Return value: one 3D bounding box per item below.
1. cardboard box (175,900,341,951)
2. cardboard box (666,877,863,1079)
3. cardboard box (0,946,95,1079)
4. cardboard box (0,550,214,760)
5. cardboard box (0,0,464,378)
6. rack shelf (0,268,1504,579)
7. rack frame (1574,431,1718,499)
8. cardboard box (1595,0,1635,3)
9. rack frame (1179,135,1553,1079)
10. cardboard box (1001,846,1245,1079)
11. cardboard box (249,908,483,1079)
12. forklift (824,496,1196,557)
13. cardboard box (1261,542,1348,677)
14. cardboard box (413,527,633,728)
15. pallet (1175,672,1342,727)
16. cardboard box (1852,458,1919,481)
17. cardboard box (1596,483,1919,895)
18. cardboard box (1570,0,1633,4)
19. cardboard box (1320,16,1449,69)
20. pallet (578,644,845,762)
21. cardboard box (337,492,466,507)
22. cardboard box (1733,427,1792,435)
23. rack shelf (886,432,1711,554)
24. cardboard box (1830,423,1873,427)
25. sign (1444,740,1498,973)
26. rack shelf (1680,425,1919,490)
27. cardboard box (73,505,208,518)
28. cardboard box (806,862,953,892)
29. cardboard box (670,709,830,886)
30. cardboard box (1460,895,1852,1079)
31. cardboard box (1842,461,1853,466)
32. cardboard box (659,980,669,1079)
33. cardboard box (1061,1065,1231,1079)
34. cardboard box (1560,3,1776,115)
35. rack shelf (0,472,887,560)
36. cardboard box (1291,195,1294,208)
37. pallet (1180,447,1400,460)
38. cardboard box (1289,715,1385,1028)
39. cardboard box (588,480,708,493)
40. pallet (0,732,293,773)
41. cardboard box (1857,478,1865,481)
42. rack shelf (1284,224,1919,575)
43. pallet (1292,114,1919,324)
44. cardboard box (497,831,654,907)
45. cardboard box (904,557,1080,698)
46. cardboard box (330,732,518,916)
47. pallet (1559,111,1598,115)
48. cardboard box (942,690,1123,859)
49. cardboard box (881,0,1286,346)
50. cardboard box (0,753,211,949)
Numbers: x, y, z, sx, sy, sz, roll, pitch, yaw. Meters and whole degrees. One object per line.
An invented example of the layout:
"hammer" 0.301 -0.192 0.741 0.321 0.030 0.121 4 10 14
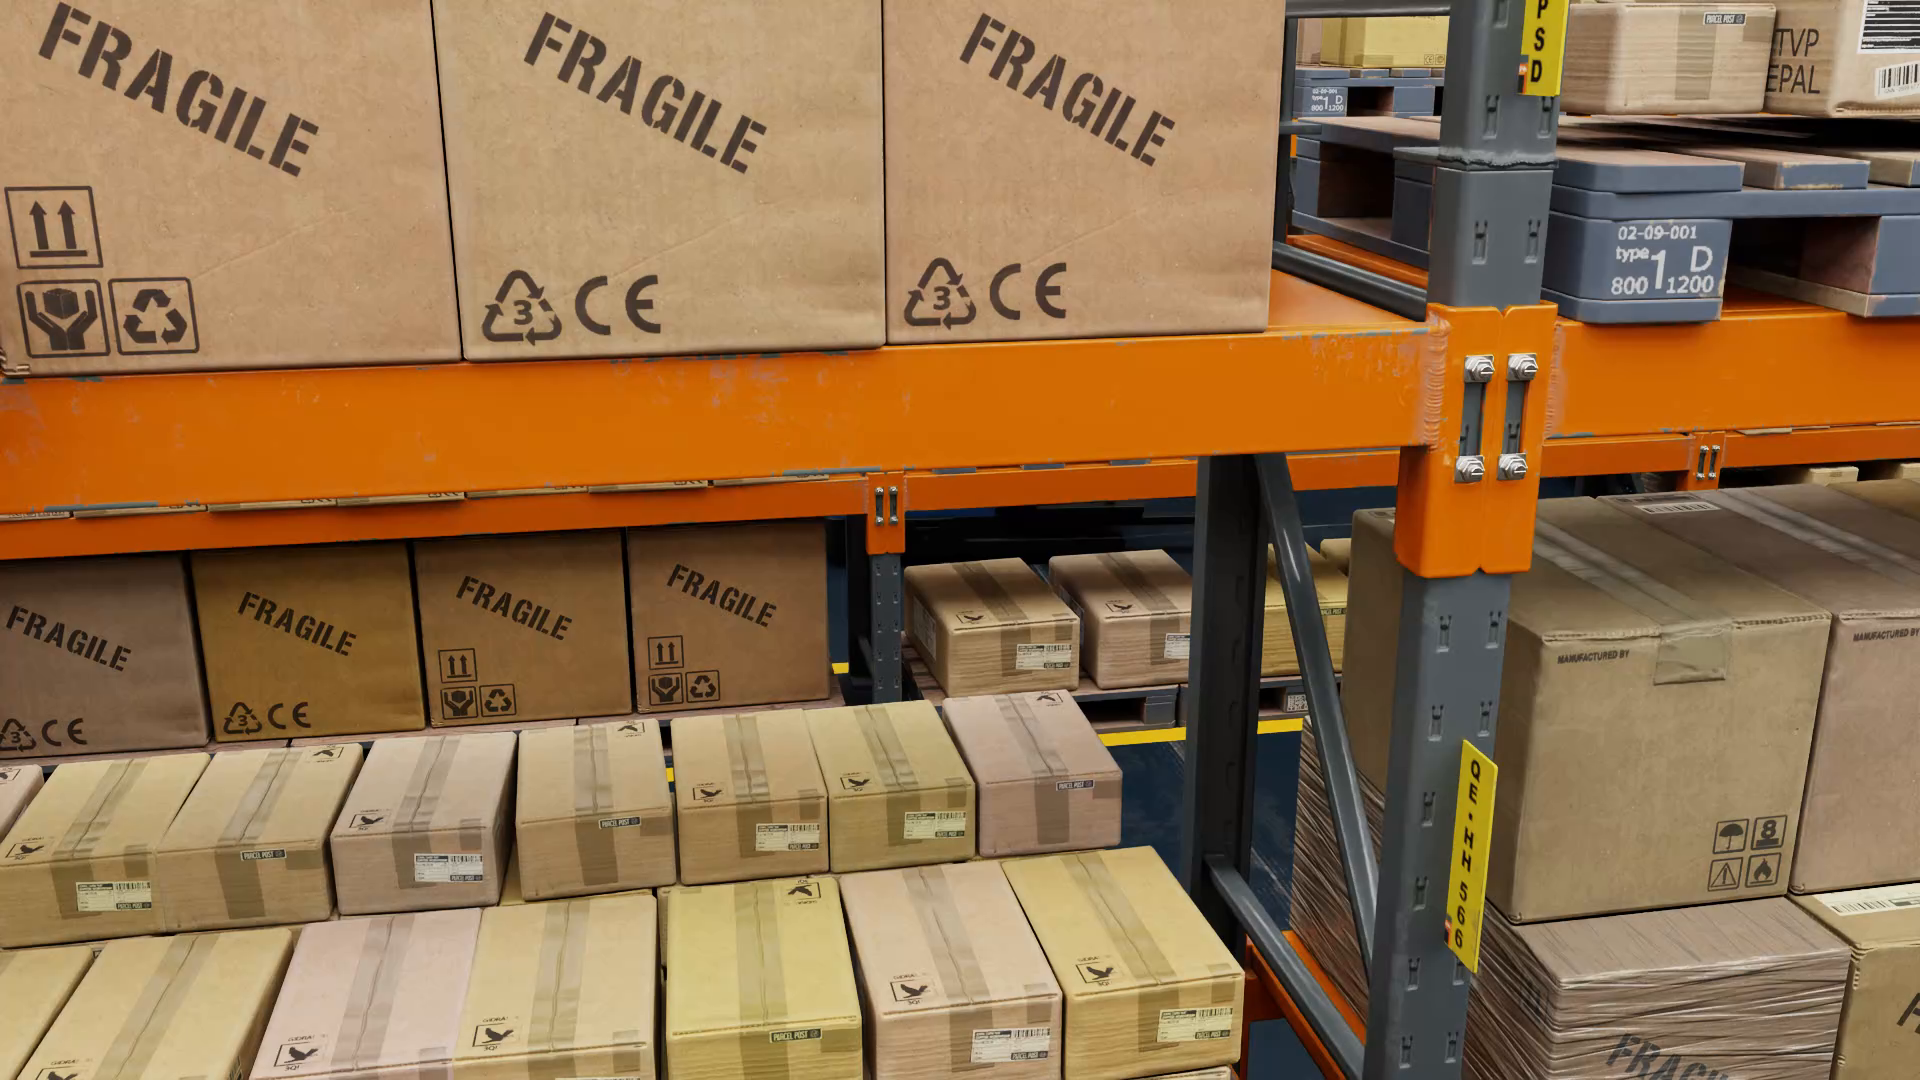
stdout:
"cardboard box" -1.159 0.632 2.851 0.250 0.149 0.380 -3 17 -11
"cardboard box" -0.280 0.636 2.331 0.250 0.149 0.380 -3 17 -9
"cardboard box" -1.302 0.694 2.143 0.250 0.149 0.380 -3 17 -9
"cardboard box" -3.754 0.373 7.393 0.875 0.875 0.875 -3 17 -9
"cardboard box" -0.875 -0.505 2.066 0.500 0.500 0.500 -3 17 -10
"rack shelf" -1.346 -0.165 2.356 4.000 0.370 1.077 -3 17 -10
"rack frame" 3.507 -0.830 8.406 0.127 3.000 1.000 -3 17 -10
"cardboard box" 1.164 -0.854 2.886 0.250 0.166 0.380 -3 17 -10
"rack frame" 0.618 0.814 3.053 0.127 3.000 1.000 -3 17 -10
"cardboard box" 0.224 0.608 2.422 0.250 0.149 0.380 -4 18 -13
"cardboard box" -0.780 0.664 2.241 0.250 0.149 0.380 -3 17 -10
"forklift" 0.626 -1.416 10.429 3.031 2.935 1.130 -1 17 -4
"cardboard box" 1.605 0.335 8.372 0.625 0.372 0.950 -3 17 -9
"cardboard box" -1.991 0.270 7.726 0.875 0.875 0.875 -3 17 -10
"pallet" 1.543 0.615 8.449 1.213 0.211 1.003 -3 17 -10
"cardboard box" 4.776 -0.359 8.458 0.250 0.149 0.380 -3 17 -8
"cardboard box" 1.557 0.237 3.057 0.500 0.500 0.700 -3 17 -11
"cardboard box" 2.962 -2.563 7.628 0.500 0.250 0.500 -3 17 -9
"cardboard box" 1.963 -2.264 7.506 0.500 0.250 0.500 -3 17 -10
"pallet" -1.209 0.748 8.018 1.213 0.211 1.003 -3 17 -10
"cardboard box" -2.359 -0.340 7.065 0.500 0.250 0.500 -4 17 -11
"cardboard box" 3.877 -0.635 8.199 0.250 0.149 0.380 -3 17 -11
"rack shelf" 1.544 -0.375 8.149 4.000 0.370 1.077 -3 17 -10
"cardboard box" 4.371 -0.688 8.371 0.250 0.149 0.380 -3 17 -11
"sign" 0.730 0.454 2.387 0.005 0.325 0.100 -3 17 -10
"rack shelf" 5.471 -0.598 8.875 4.000 0.370 1.077 -3 17 -10
"cardboard box" -3.358 -0.291 6.905 0.500 0.250 0.500 -4 17 -12
"cardboard box" -0.161 0.576 3.035 0.250 0.149 0.380 -2 17 -8
"cardboard box" -0.377 0.447 2.948 0.250 0.149 0.380 -3 17 -11
"cardboard box" 1.110 0.819 2.867 0.500 0.500 0.500 -3 17 -10
"cardboard box" 4.536 -0.214 9.091 0.500 0.500 0.500 -3 17 -9
"cardboard box" -0.300 0.781 2.368 0.250 0.149 0.380 -3 17 -9
"cardboard box" 0.219 0.750 2.468 0.250 0.149 0.380 -3 17 -9
"cardboard box" 0.976 -0.721 2.484 0.250 0.149 0.380 -4 18 -13
"rack shelf" -2.384 -0.152 7.424 4.000 0.370 1.077 -3 17 -10
"cardboard box" 2.829 -2.711 13.254 0.250 0.149 0.380 -3 17 -11
"pallet" 1.516 -0.638 8.107 1.213 0.211 1.003 -3 17 -10
"cardboard box" 1.009 0.664 3.372 0.500 0.500 0.500 -3 17 -10
"cardboard box" -1.366 -0.400 7.260 0.500 0.250 0.500 -3 17 -9
"pallet" -3.604 0.884 7.576 1.213 0.211 1.003 -3 17 -10
"cardboard box" 4.661 -0.063 8.600 0.500 0.500 0.500 -3 17 -8
"rack shelf" 2.582 -0.388 3.081 4.000 0.370 1.077 -3 17 -10
"pallet" 1.240 -0.581 2.807 1.003 0.211 1.213 -2 17 -8
"cardboard box" -0.670 0.606 2.937 0.250 0.149 0.380 -3 17 -10
"cardboard box" 0.136 0.419 8.098 0.625 0.372 0.950 -4 18 -14
"cardboard box" -0.903 0.477 2.849 0.250 0.149 0.380 -2 17 -8
"pallet" 2.881 -2.171 7.981 1.003 0.211 1.213 -3 17 -10
"cardboard box" 0.123 0.419 3.038 0.250 0.149 0.380 -3 17 -10
"cardboard box" 0.106 -0.563 2.256 0.500 0.500 0.500 -3 17 -10
"cardboard box" -1.408 0.505 2.758 0.250 0.149 0.380 -3 17 -11
